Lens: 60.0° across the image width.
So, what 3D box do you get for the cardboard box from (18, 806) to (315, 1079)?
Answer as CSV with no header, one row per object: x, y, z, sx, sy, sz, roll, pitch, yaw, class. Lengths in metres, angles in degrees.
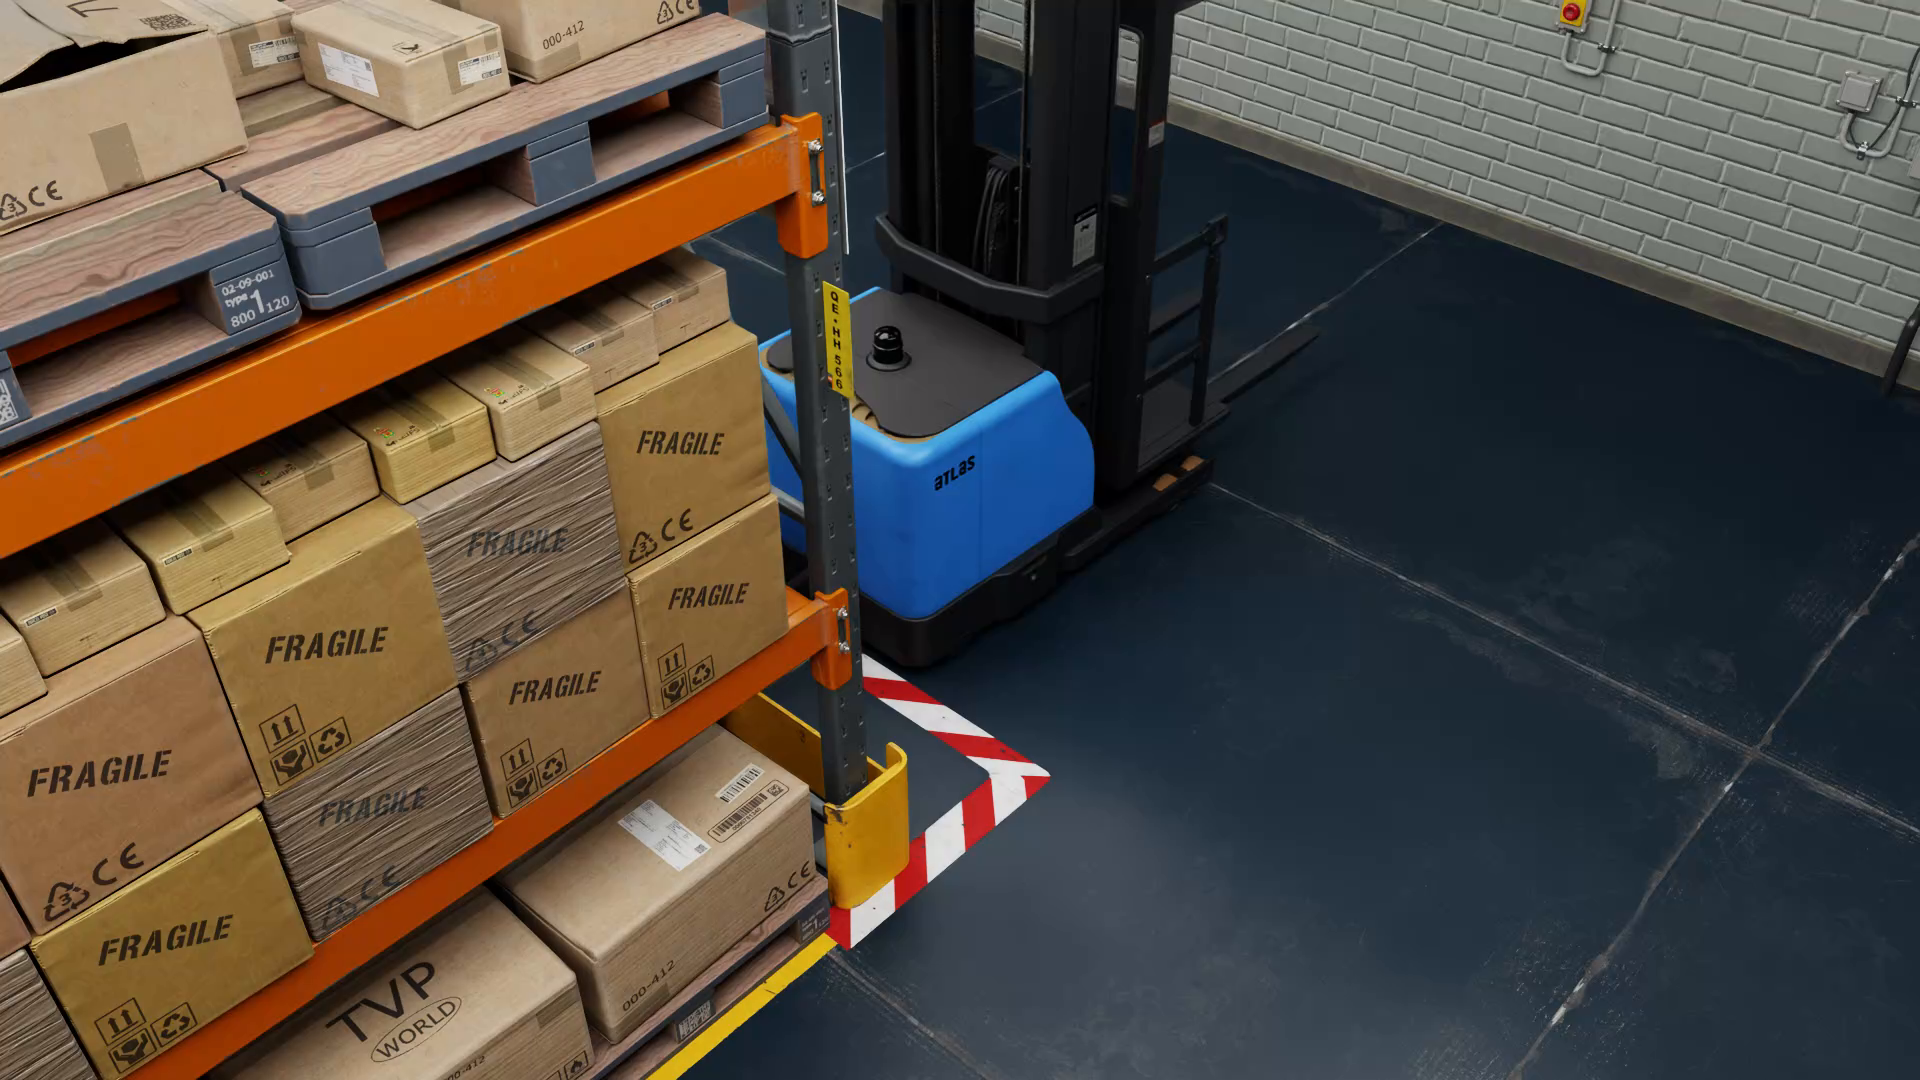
-1.872,0.789,3.767,0.500,0.500,0.500,31,48,33,cardboard box

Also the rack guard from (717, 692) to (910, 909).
-0.697,0.756,5.898,1.175,0.500,0.348,30,47,32,rack guard

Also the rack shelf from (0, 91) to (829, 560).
-2.062,-0.185,3.241,1.077,0.370,4.000,30,47,32,rack shelf

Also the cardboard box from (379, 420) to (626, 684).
-1.194,-0.068,4.042,0.500,0.500,0.500,30,47,32,cardboard box

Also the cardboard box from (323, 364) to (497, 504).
-1.273,-0.268,3.772,0.380,0.149,0.250,31,48,33,cardboard box

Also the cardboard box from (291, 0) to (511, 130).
-1.174,-1.020,3.497,0.380,0.149,0.250,26,45,29,cardboard box

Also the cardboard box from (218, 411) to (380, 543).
-1.502,-0.178,3.658,0.380,0.149,0.250,29,47,32,cardboard box

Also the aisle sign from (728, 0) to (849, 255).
-0.436,-1.132,4.175,0.394,0.787,0.004,30,47,32,aisle sign

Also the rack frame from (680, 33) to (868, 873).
-0.713,-0.212,5.106,1.000,3.000,0.127,30,47,32,rack frame

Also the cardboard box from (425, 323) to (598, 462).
-1.073,-0.366,3.896,0.380,0.149,0.250,29,47,31,cardboard box

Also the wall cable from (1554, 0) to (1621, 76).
3.074,-3.222,8.050,0.585,1.953,0.123,30,47,32,wall cable

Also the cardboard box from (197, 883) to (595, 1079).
-1.696,1.396,4.806,0.875,0.438,0.875,31,48,33,cardboard box

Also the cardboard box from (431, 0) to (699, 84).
-0.950,-1.286,3.750,0.500,0.250,0.500,25,45,28,cardboard box

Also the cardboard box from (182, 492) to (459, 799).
-1.530,0.158,3.758,0.500,0.500,0.500,29,47,32,cardboard box

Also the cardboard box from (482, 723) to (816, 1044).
-1.085,0.972,5.339,0.875,0.438,0.875,28,46,31,cardboard box

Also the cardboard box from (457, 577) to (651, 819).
-1.193,0.306,4.374,0.500,0.500,0.500,29,47,31,cardboard box

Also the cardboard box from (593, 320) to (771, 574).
-0.863,-0.321,4.360,0.500,0.500,0.500,31,48,33,cardboard box

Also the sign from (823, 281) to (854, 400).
-0.322,-0.523,4.377,0.100,0.325,0.005,30,47,32,sign

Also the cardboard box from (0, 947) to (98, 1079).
-2.219,1.026,3.469,0.500,0.500,0.500,30,47,32,cardboard box

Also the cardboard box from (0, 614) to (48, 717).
-1.966,0.214,3.166,0.380,0.149,0.250,30,47,32,cardboard box

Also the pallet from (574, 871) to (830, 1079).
-1.195,1.280,5.471,1.003,0.211,1.213,30,47,32,pallet

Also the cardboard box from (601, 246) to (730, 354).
-0.808,-0.647,4.249,0.380,0.149,0.250,30,47,32,cardboard box

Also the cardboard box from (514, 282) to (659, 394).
-0.961,-0.520,4.089,0.380,0.149,0.250,31,48,33,cardboard box

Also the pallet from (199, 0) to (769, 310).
-1.206,-1.006,3.766,1.003,0.211,1.213,30,47,32,pallet

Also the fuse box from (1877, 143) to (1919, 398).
4.526,-1.359,7.584,0.539,1.711,0.414,30,47,32,fuse box

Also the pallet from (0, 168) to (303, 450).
-2.029,-0.443,3.058,1.003,0.211,1.213,30,47,32,pallet

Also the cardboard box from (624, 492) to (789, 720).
-0.843,0.082,4.657,0.500,0.500,0.500,30,47,32,cardboard box

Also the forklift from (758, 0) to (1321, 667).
0.497,-1.472,6.746,1.130,2.935,3.031,31,48,33,forklift

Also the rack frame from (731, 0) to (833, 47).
-0.713,-2.560,3.239,1.000,3.000,0.127,30,47,32,rack frame

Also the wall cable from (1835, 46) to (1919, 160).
4.128,-2.619,7.318,0.588,1.984,0.122,30,47,32,wall cable

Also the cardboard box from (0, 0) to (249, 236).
-1.760,-0.888,3.200,0.500,0.311,0.500,31,48,33,cardboard box

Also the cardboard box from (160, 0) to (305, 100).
-1.617,-1.088,3.582,0.380,0.149,0.250,31,48,33,cardboard box

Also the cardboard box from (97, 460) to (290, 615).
-1.628,-0.038,3.483,0.380,0.149,0.250,31,48,33,cardboard box

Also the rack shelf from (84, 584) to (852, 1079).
-2.062,0.989,4.174,1.077,0.370,4.000,30,47,32,rack shelf

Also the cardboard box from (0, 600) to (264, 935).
-1.870,0.388,3.468,0.500,0.500,0.500,29,47,32,cardboard box

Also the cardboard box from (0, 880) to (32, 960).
-2.212,0.618,3.179,0.500,0.500,0.500,31,48,33,cardboard box

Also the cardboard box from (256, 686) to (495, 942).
-1.533,0.547,4.072,0.500,0.500,0.500,31,48,33,cardboard box

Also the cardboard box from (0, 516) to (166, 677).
-1.819,0.075,3.341,0.380,0.149,0.250,31,48,33,cardboard box
